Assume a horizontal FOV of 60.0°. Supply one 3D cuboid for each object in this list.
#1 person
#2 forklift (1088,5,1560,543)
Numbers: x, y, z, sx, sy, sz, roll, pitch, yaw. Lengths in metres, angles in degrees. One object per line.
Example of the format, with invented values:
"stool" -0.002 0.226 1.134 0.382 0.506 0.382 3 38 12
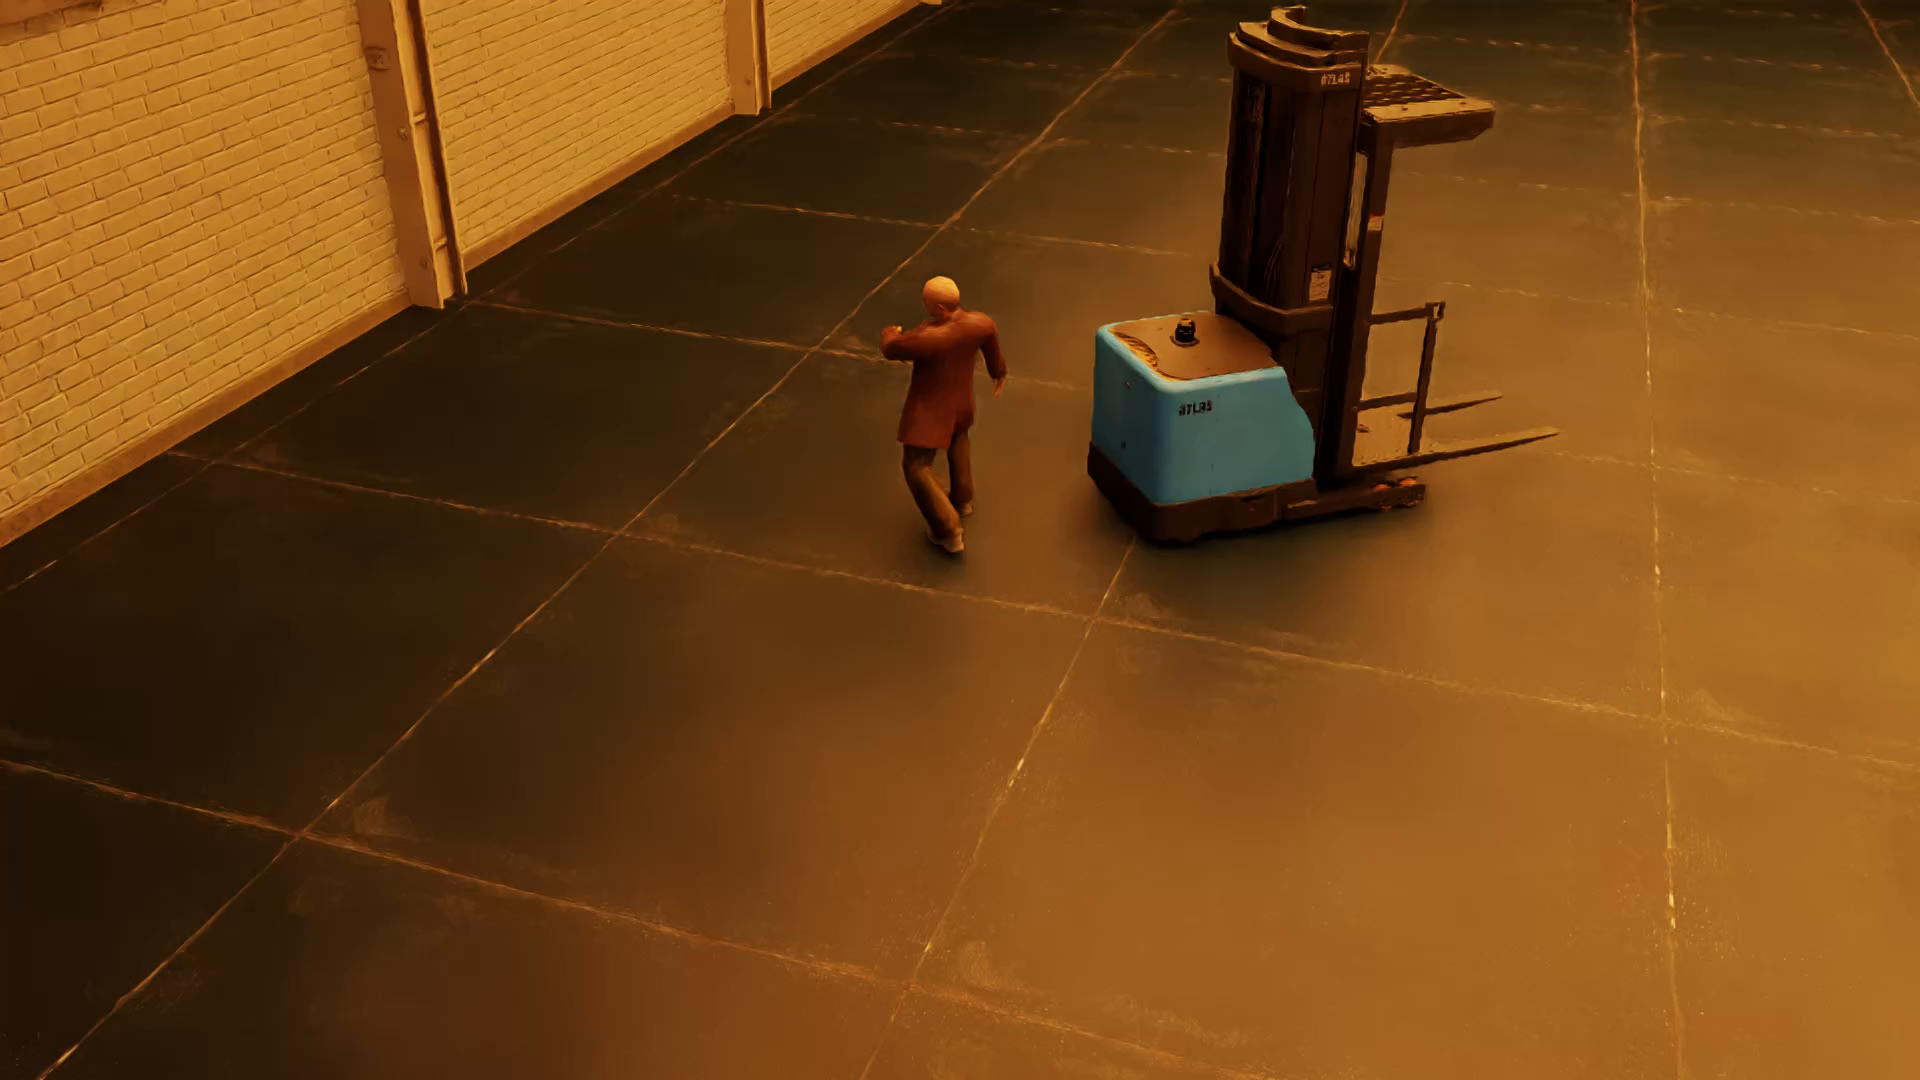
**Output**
"person" -0.076 -0.880 9.971 0.804 1.654 0.927 -25 38 -36
"forklift" 2.397 -1.692 10.104 3.031 2.935 1.130 -10 31 -17
